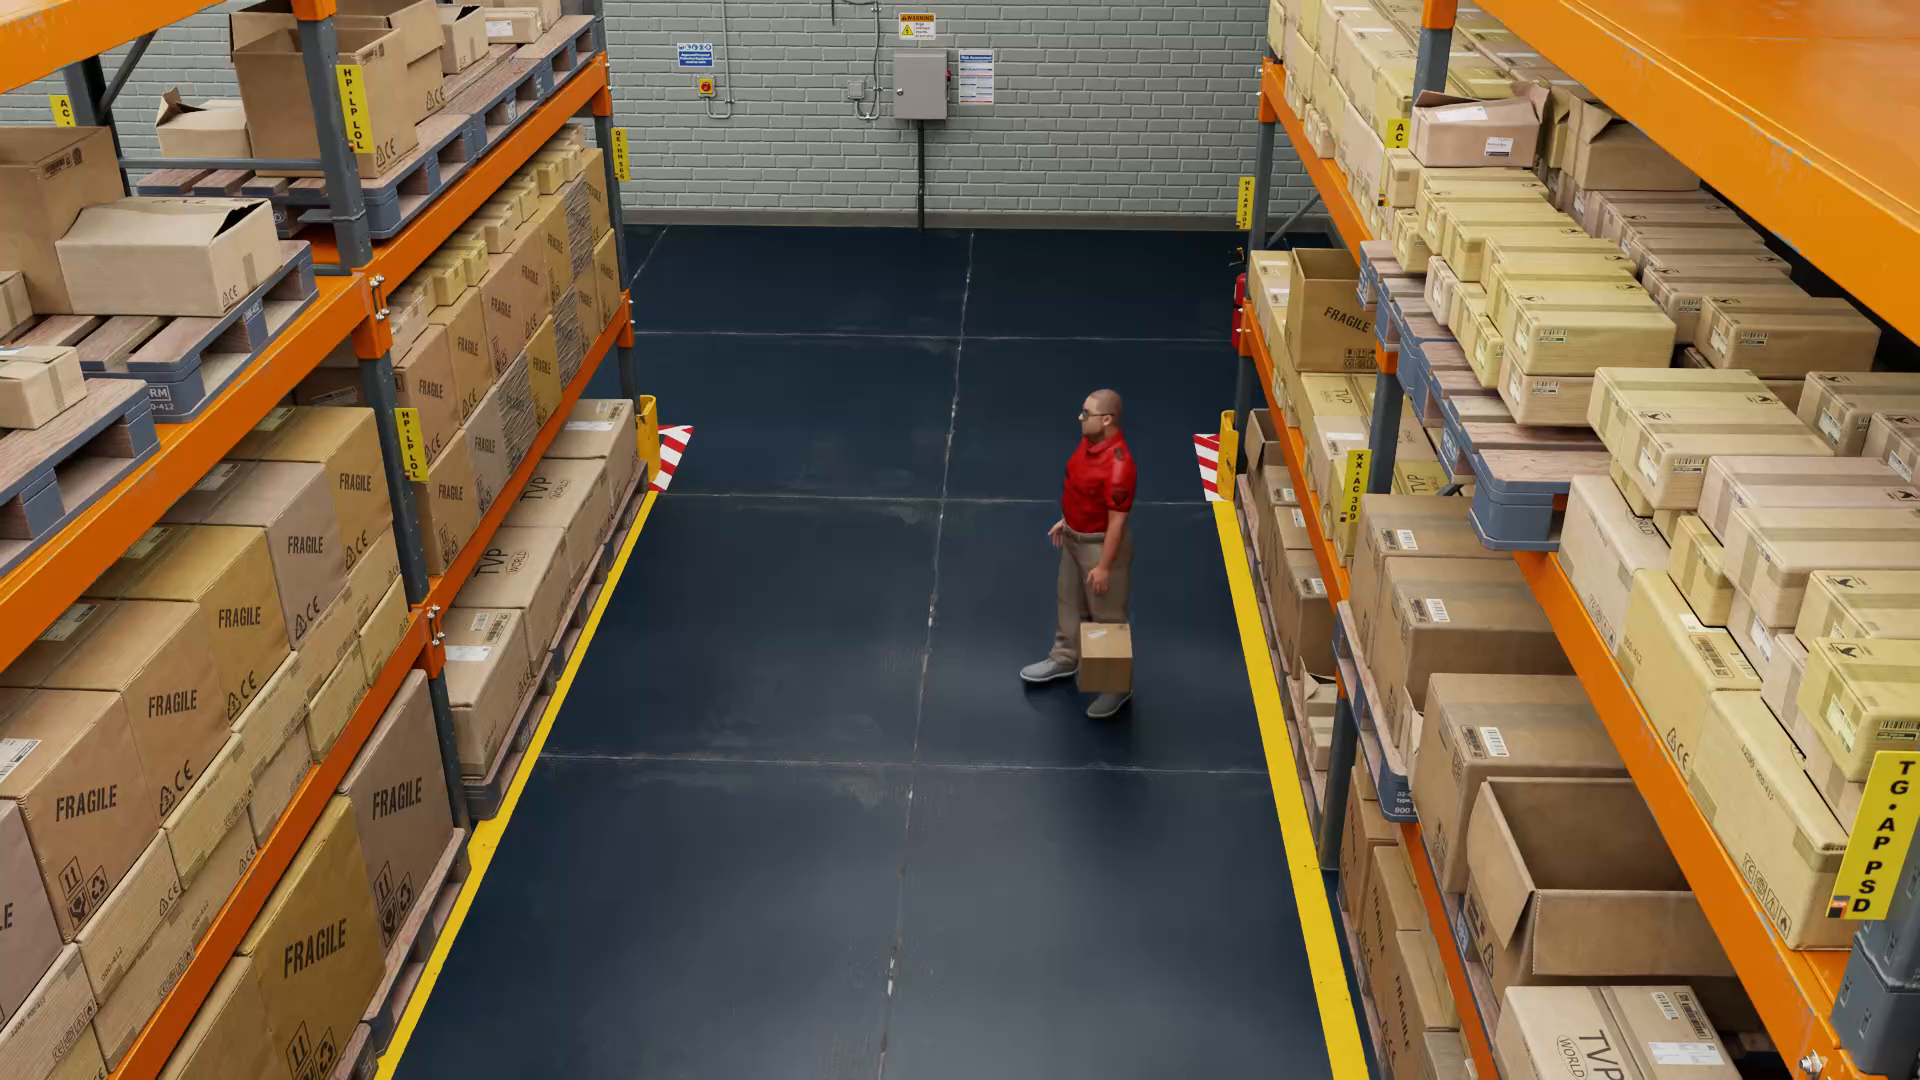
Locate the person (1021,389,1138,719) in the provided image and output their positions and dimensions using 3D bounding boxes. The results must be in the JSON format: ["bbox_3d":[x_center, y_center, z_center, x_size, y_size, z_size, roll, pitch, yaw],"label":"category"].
[{"bbox_3d":[0.624,0.046,8.505,0.539,1.731,0.595,-7,29,-13],"label":"person"}]
